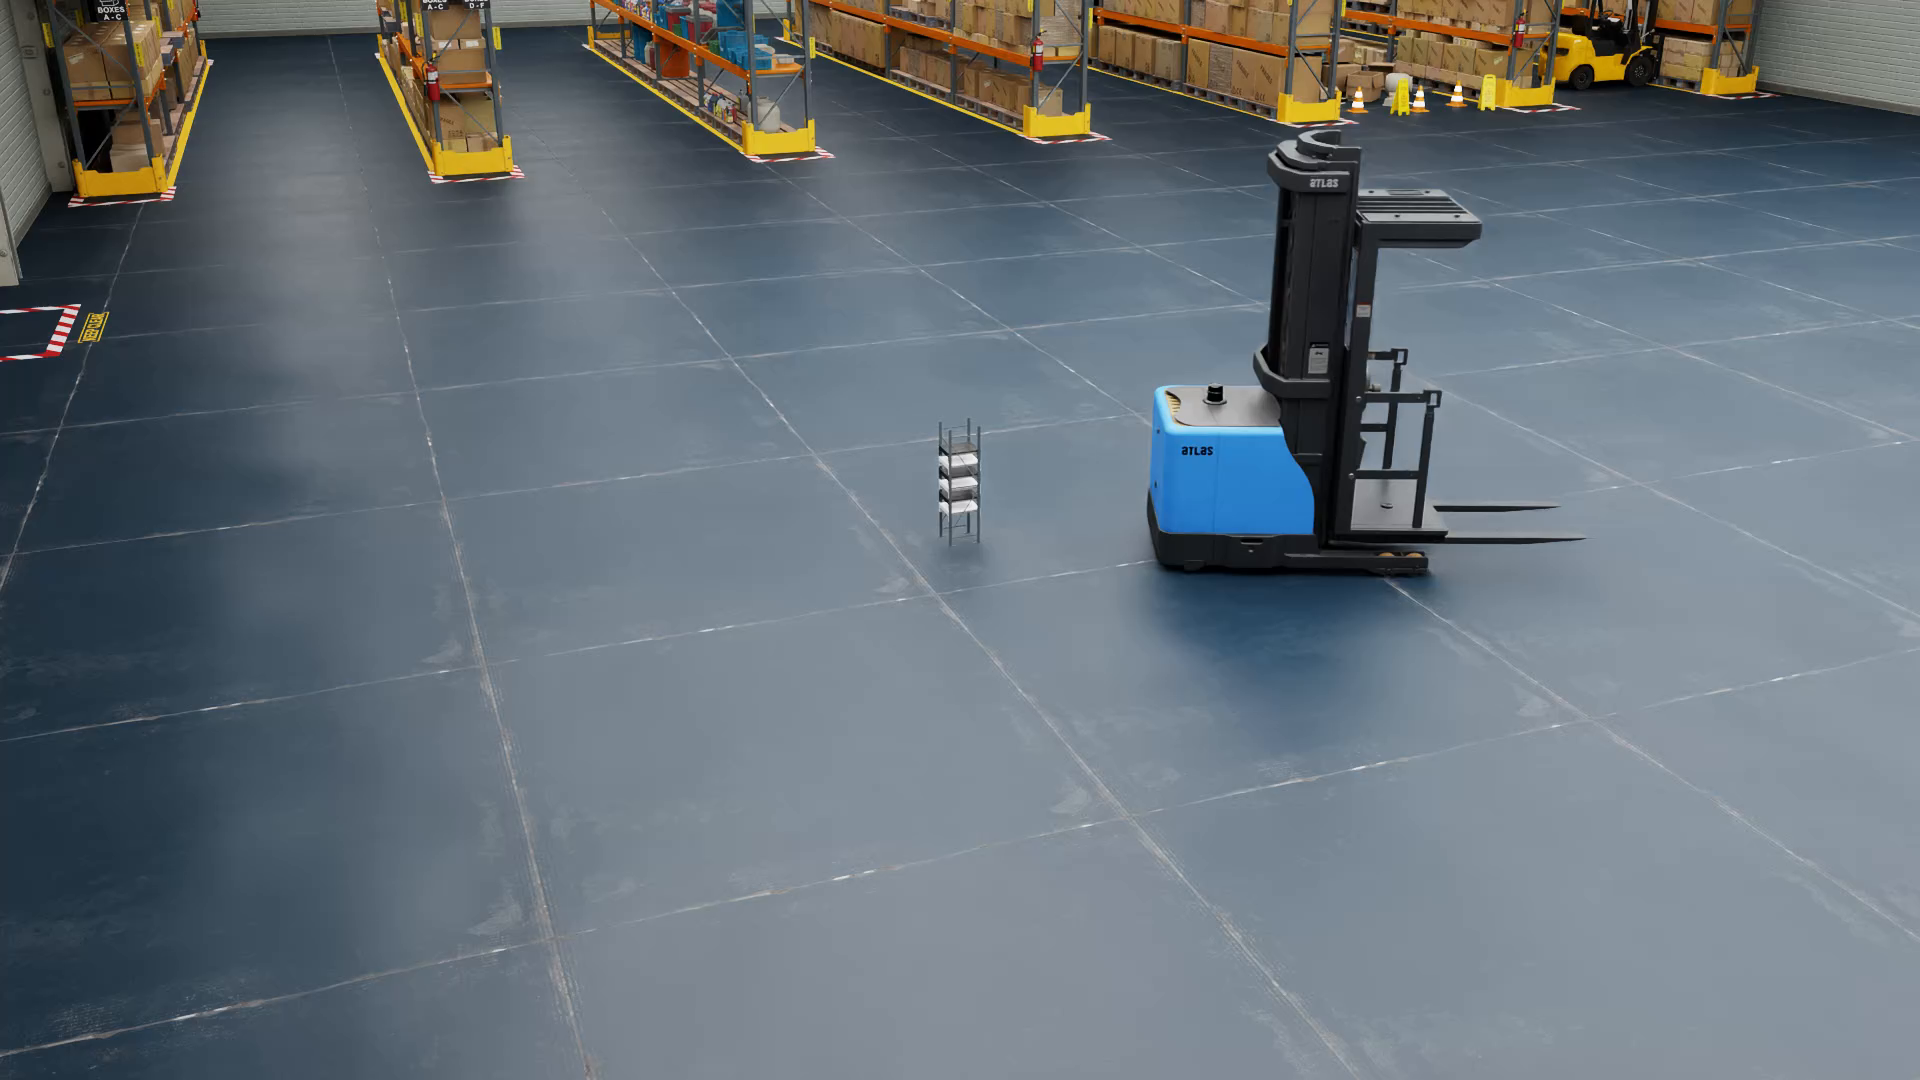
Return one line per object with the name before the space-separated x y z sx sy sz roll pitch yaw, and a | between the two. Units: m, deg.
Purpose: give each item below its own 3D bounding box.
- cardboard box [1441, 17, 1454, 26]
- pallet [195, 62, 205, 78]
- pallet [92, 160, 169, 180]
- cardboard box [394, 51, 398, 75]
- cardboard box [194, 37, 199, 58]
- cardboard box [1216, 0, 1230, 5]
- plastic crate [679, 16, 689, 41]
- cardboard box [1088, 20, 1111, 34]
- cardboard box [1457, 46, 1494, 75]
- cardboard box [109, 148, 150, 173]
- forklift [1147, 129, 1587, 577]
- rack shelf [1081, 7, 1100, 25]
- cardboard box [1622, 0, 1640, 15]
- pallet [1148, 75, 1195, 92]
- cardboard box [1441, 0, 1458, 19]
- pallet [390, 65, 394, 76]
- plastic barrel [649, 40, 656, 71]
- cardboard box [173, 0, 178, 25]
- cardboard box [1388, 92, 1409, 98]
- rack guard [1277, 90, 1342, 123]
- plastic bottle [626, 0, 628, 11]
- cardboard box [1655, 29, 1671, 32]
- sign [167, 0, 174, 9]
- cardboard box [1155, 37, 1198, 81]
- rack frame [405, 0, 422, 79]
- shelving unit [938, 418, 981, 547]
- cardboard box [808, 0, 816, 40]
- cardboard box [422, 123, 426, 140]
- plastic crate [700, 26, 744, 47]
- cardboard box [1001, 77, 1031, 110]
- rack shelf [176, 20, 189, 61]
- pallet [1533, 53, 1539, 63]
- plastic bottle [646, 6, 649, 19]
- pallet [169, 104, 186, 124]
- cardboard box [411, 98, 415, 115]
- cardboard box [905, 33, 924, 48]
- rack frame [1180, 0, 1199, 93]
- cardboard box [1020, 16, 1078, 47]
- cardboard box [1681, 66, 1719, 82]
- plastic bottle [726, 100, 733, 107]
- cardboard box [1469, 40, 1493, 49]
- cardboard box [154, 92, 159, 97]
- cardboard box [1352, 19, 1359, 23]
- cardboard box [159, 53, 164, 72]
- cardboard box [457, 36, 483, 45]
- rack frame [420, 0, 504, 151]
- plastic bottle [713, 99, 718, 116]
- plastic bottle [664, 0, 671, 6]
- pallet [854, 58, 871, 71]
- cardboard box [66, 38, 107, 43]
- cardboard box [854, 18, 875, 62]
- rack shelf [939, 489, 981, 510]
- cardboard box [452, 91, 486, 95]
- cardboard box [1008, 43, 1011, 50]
cardboard box | 9.943 -10.455 33.516 0.380 0.149 0.250 -8 24 -19
pallet | -17.056 -10.237 36.266 1.003 0.211 1.213 -8 24 -19
pallet | -12.467 -5.473 24.964 1.003 0.211 1.213 -8 24 -19
cardboard box | -11.481 -9.939 34.620 0.500 0.500 0.500 -8 24 -18
cardboard box | -17.498 -11.045 37.272 0.700 0.500 0.500 -8 24 -19
cardboard box | 5.442 -10.596 31.944 0.875 0.550 0.550 -8 24 -19
plastic crate | -5.012 -9.594 31.171 0.392 0.384 0.575 -8 24 -19
cardboard box | 3.078 -11.620 37.669 0.500 0.250 0.500 -9 24 -20
cardboard box | 10.272 -9.546 33.070 0.500 0.500 0.500 -7 24 -17
cardboard box | -12.347 -5.658 24.708 0.500 0.311 0.500 -11 25 -25
forklift | 2.911 -1.300 11.561 3.031 2.935 1.130 0 23 1
rack shelf | 2.859 -12.415 38.771 1.077 0.370 4.000 -8 24 -19
cardboard box | 14.508 -11.443 35.409 0.500 0.500 0.500 -9 24 -20
pallet | 4.635 -9.552 34.641 1.003 0.211 1.213 -8 24 -19
cardboard box | 10.030 -10.723 33.318 0.500 0.500 0.500 -8 24 -18
pallet | -12.034 -10.436 36.740 1.003 0.211 1.213 -8 24 -19
plastic barrel | -6.332 -10.365 35.543 0.600 0.588 0.708 -8 24 -19
cardboard box | -15.295 -10.113 31.846 0.500 0.500 0.500 -8 24 -19
cardboard box | 8.634 -8.714 32.734 0.380 0.149 0.250 4 23 9
rack guard | 6.400 -7.953 30.475 1.175 0.500 0.348 -8 24 -19
plastic bottle | -7.221 -11.740 36.401 0.152 0.276 0.135 -8 24 -19
cardboard box | 14.930 -10.832 35.801 0.500 0.250 0.500 -8 24 -19
sign | -14.508 -9.912 30.517 0.100 0.325 0.005 -8 24 -19
cardboard box | 4.675 -9.937 34.320 1.050 0.750 0.750 -8 24 -19
rack frame | -8.966 -8.565 28.709 1.000 3.000 0.127 -8 24 -19
shelving unit | -0.003 -0.418 12.082 0.258 0.900 0.210 -8 24 -19
cardboard box | -3.314 -12.945 41.297 0.875 0.875 0.875 -8 24 -19
cardboard box | -8.560 -6.736 27.369 0.500 0.250 0.500 -8 24 -19
plastic crate | -4.265 -9.007 29.838 0.767 0.338 0.504 -8 24 -19
cardboard box | 1.064 -8.183 30.480 0.500 0.500 0.500 -6 24 -14
rack shelf | -15.719 -9.733 32.406 1.077 0.370 4.000 -8 24 -19
pallet | 13.484 -11.386 38.993 1.003 0.211 1.213 -8 24 -19
plastic bottle | -6.460 -10.925 34.474 0.097 0.271 0.097 0 23 0
pallet | -14.738 -7.768 30.409 1.003 0.211 1.213 -8 24 -19
cardboard box | -9.561 -7.786 29.862 0.500 0.250 0.500 -9 24 -20
cardboard box | -0.846 -10.533 35.066 0.500 0.250 0.500 -7 24 -17
rack frame | 4.978 -10.567 33.458 1.000 3.000 0.127 -8 24 -19
cardboard box | 1.547 -8.856 28.889 0.875 0.500 0.500 -8 24 -19
cardboard box | 15.167 -9.565 34.082 0.500 0.250 0.500 -8 24 -19
plastic bottle | -4.088 -7.647 29.472 0.152 0.276 0.135 -8 24 -19
cardboard box | 10.267 -9.780 32.790 0.380 0.149 0.250 -8 24 -17
cardboard box | -14.104 -7.381 28.552 0.700 0.500 0.500 -9 24 -20
cardboard box | 10.792 -14.097 44.815 0.396 0.266 0.258 -7 24 -17
cardboard box | -13.148 -7.694 26.809 0.500 0.250 0.500 -8 24 -19
cardboard box | -7.586 -7.724 25.751 0.380 0.149 0.250 -9 24 -20
rack frame | -7.553 -7.112 25.261 1.000 3.000 0.127 -8 24 -19
plastic bottle | -4.348 -7.710 29.611 0.061 0.283 0.133 -7 24 -17
plastic bottle | -6.232 -11.368 35.424 0.144 0.351 0.185 -8 24 -19
pallet | -1.746 -10.831 37.675 1.003 0.211 1.213 -8 24 -19
cardboard box | -12.720 -7.043 24.299 0.500 0.500 0.500 -8 24 -18
cardboard box | -1.643 -11.169 37.083 1.225 0.875 0.875 -8 24 -19
rack shelf | -0.003 -0.304 12.130 0.258 0.077 0.200 -8 24 -19
cardboard box | -8.062 -7.154 27.397 0.500 0.500 0.500 -8 24 -19
cardboard box | 1.074 -8.793 29.574 0.380 0.149 0.250 -8 24 -19
